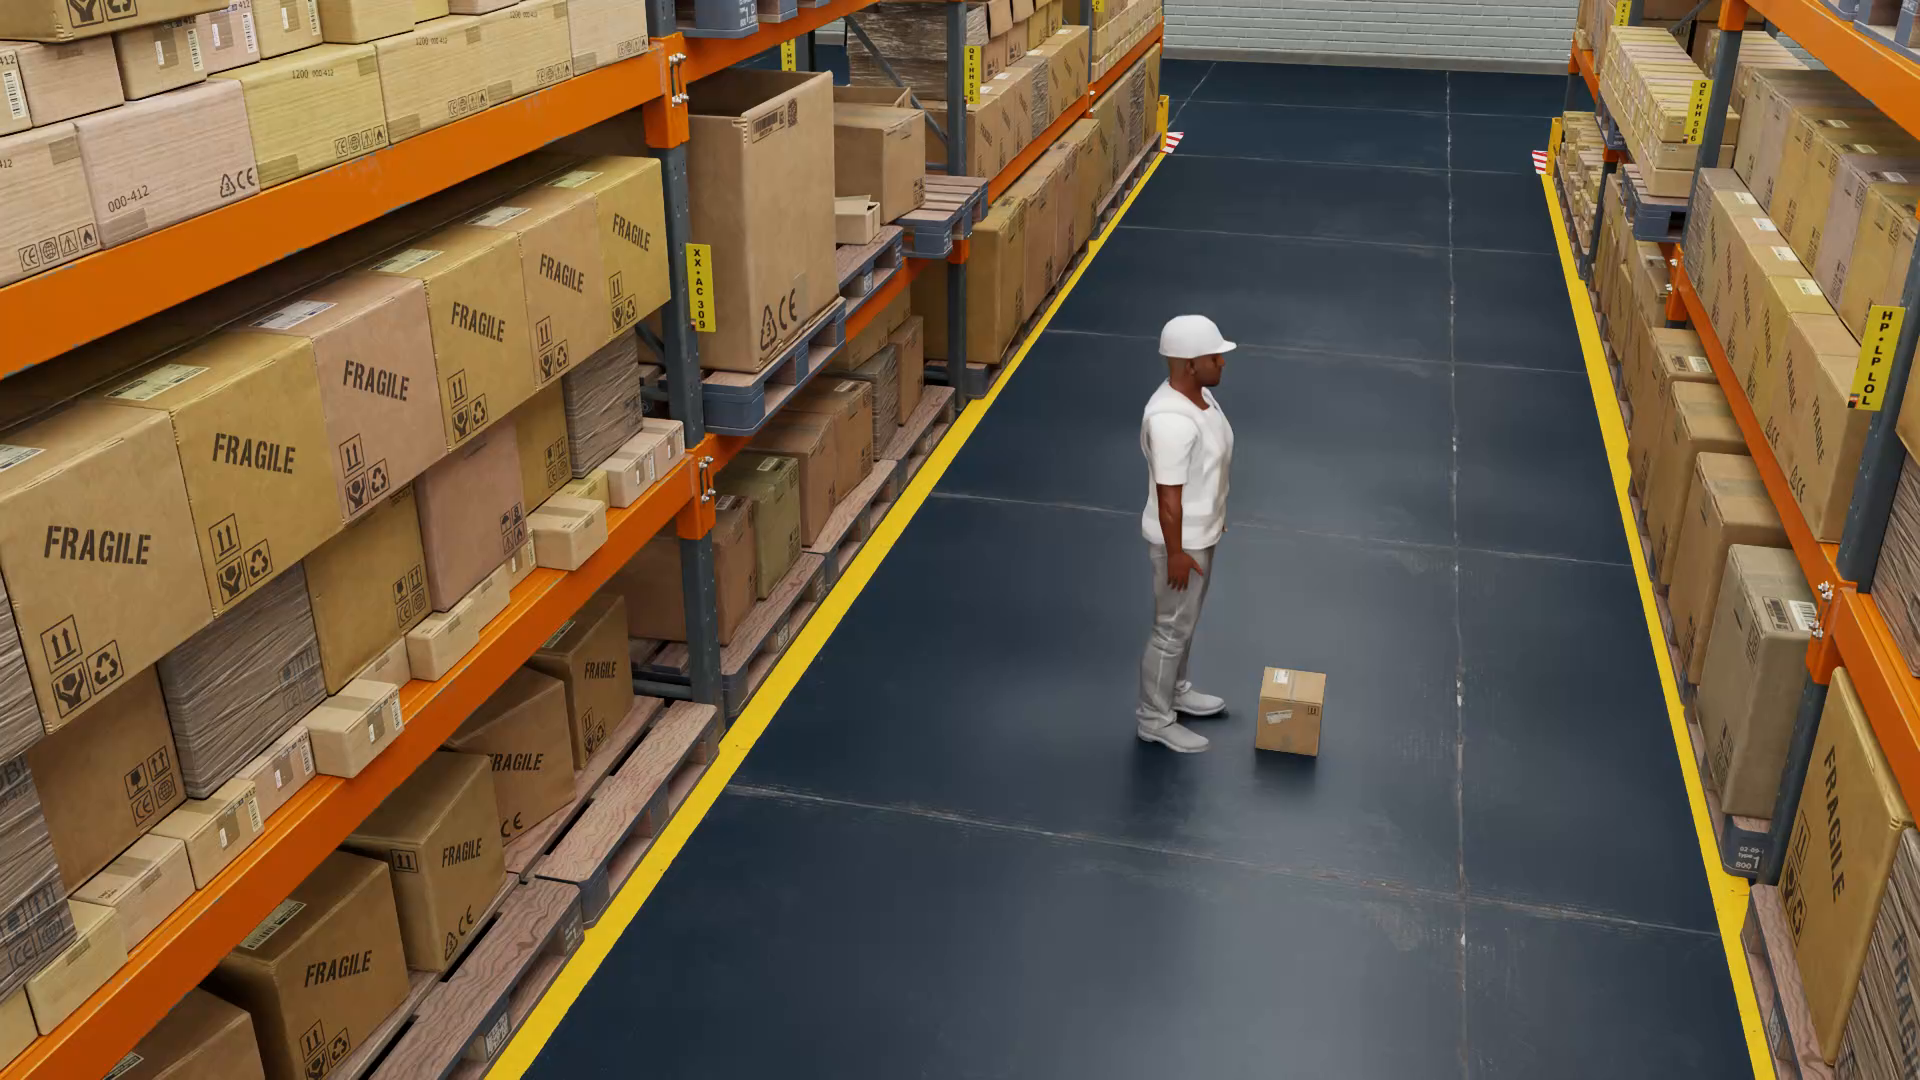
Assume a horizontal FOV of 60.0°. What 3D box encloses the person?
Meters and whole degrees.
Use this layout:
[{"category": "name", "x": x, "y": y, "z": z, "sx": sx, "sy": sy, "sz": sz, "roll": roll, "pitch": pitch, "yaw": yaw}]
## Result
[{"category": "person", "x": 0.913, "y": -0.032, "z": 6.659, "sx": 0.385, "sy": 1.781, "sz": 0.563, "roll": 7, "pitch": 26, "yaw": 14}]
